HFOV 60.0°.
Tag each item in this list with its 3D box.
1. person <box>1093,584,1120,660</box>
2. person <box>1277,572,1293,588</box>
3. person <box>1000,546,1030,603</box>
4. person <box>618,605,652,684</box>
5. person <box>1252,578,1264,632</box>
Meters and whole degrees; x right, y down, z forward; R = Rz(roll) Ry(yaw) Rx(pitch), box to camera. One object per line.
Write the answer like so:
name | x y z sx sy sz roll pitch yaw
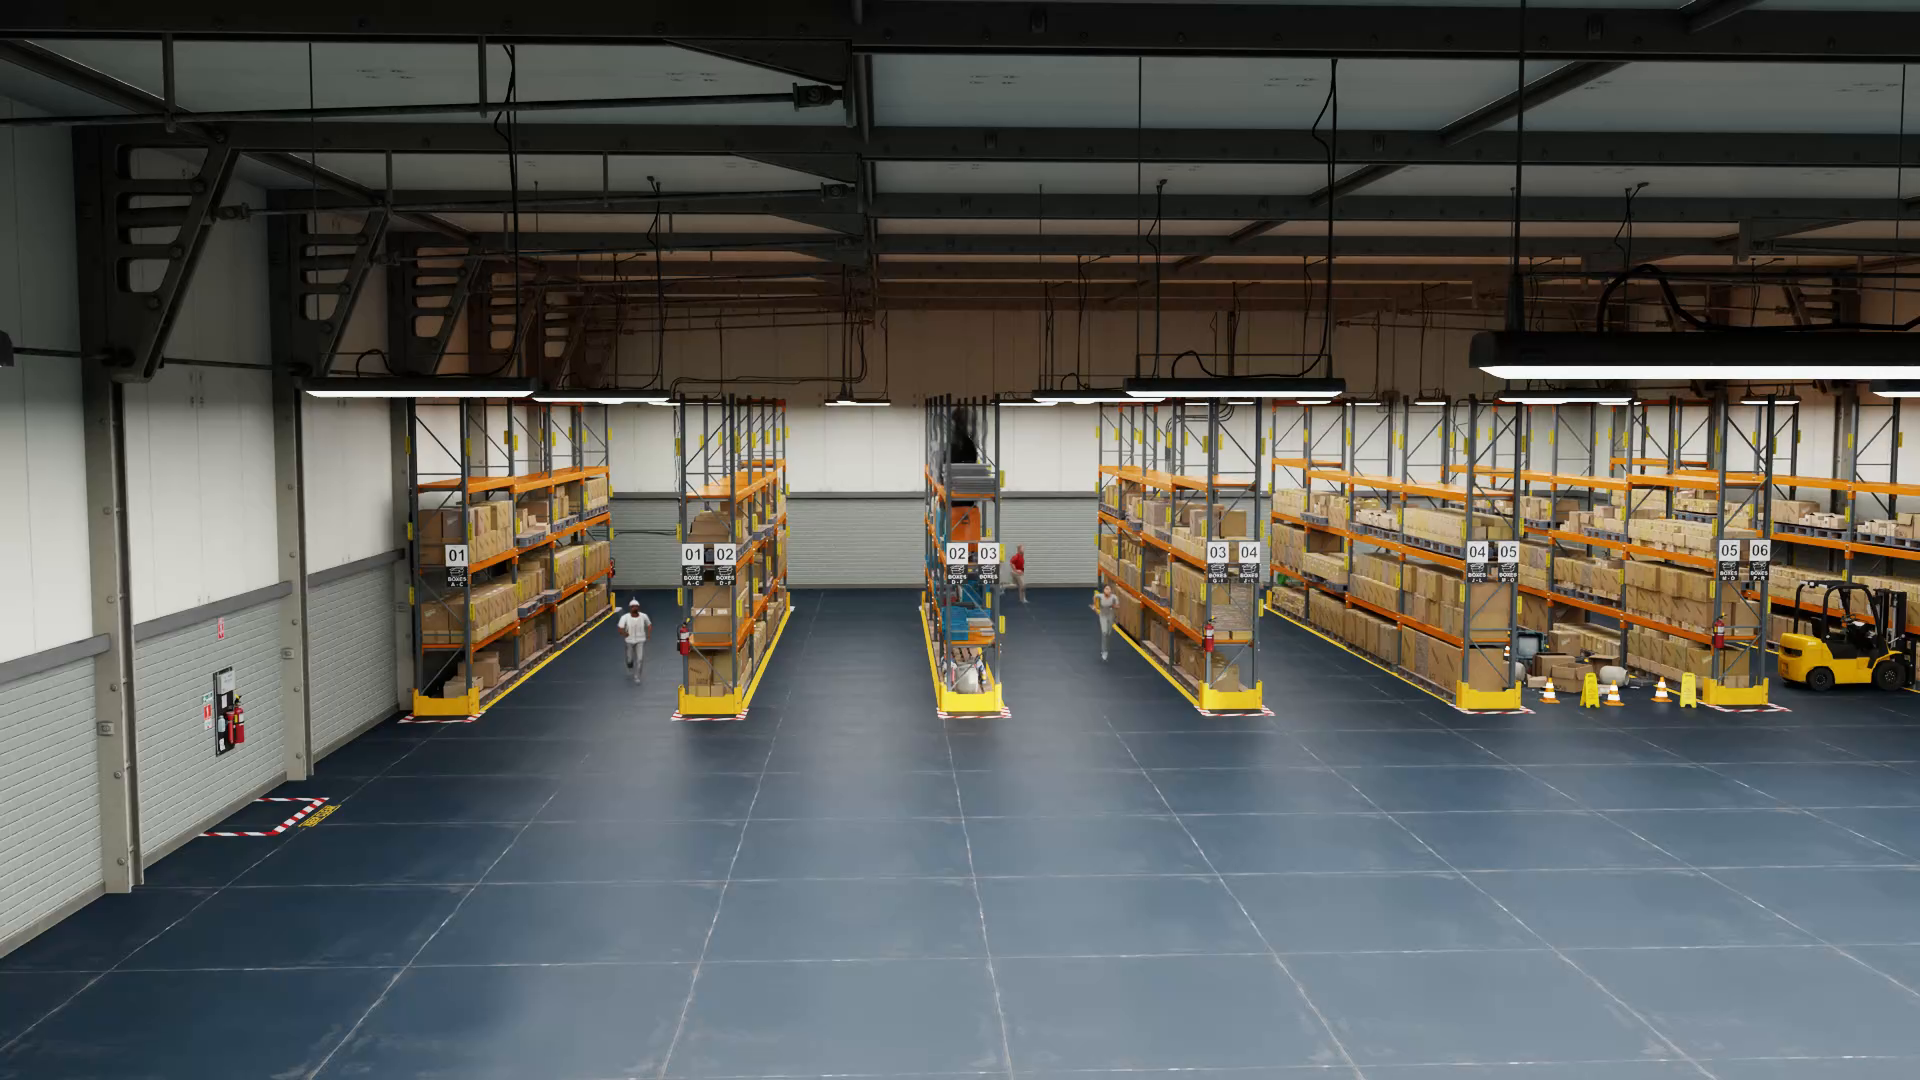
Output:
person | 3.241 1.788 36.815 0.559 1.688 0.888 0 5 -4
person | 9.648 0.945 49.403 0.863 1.771 0.657 -3 5 -35
person | 1.637 1.025 49.185 0.883 1.726 0.668 1 5 15
person | -6.781 2.134 34.753 0.714 1.696 0.791 -1 5 -15
person | 7.491 1.528 42.792 0.573 1.656 0.902 0 5 -4
